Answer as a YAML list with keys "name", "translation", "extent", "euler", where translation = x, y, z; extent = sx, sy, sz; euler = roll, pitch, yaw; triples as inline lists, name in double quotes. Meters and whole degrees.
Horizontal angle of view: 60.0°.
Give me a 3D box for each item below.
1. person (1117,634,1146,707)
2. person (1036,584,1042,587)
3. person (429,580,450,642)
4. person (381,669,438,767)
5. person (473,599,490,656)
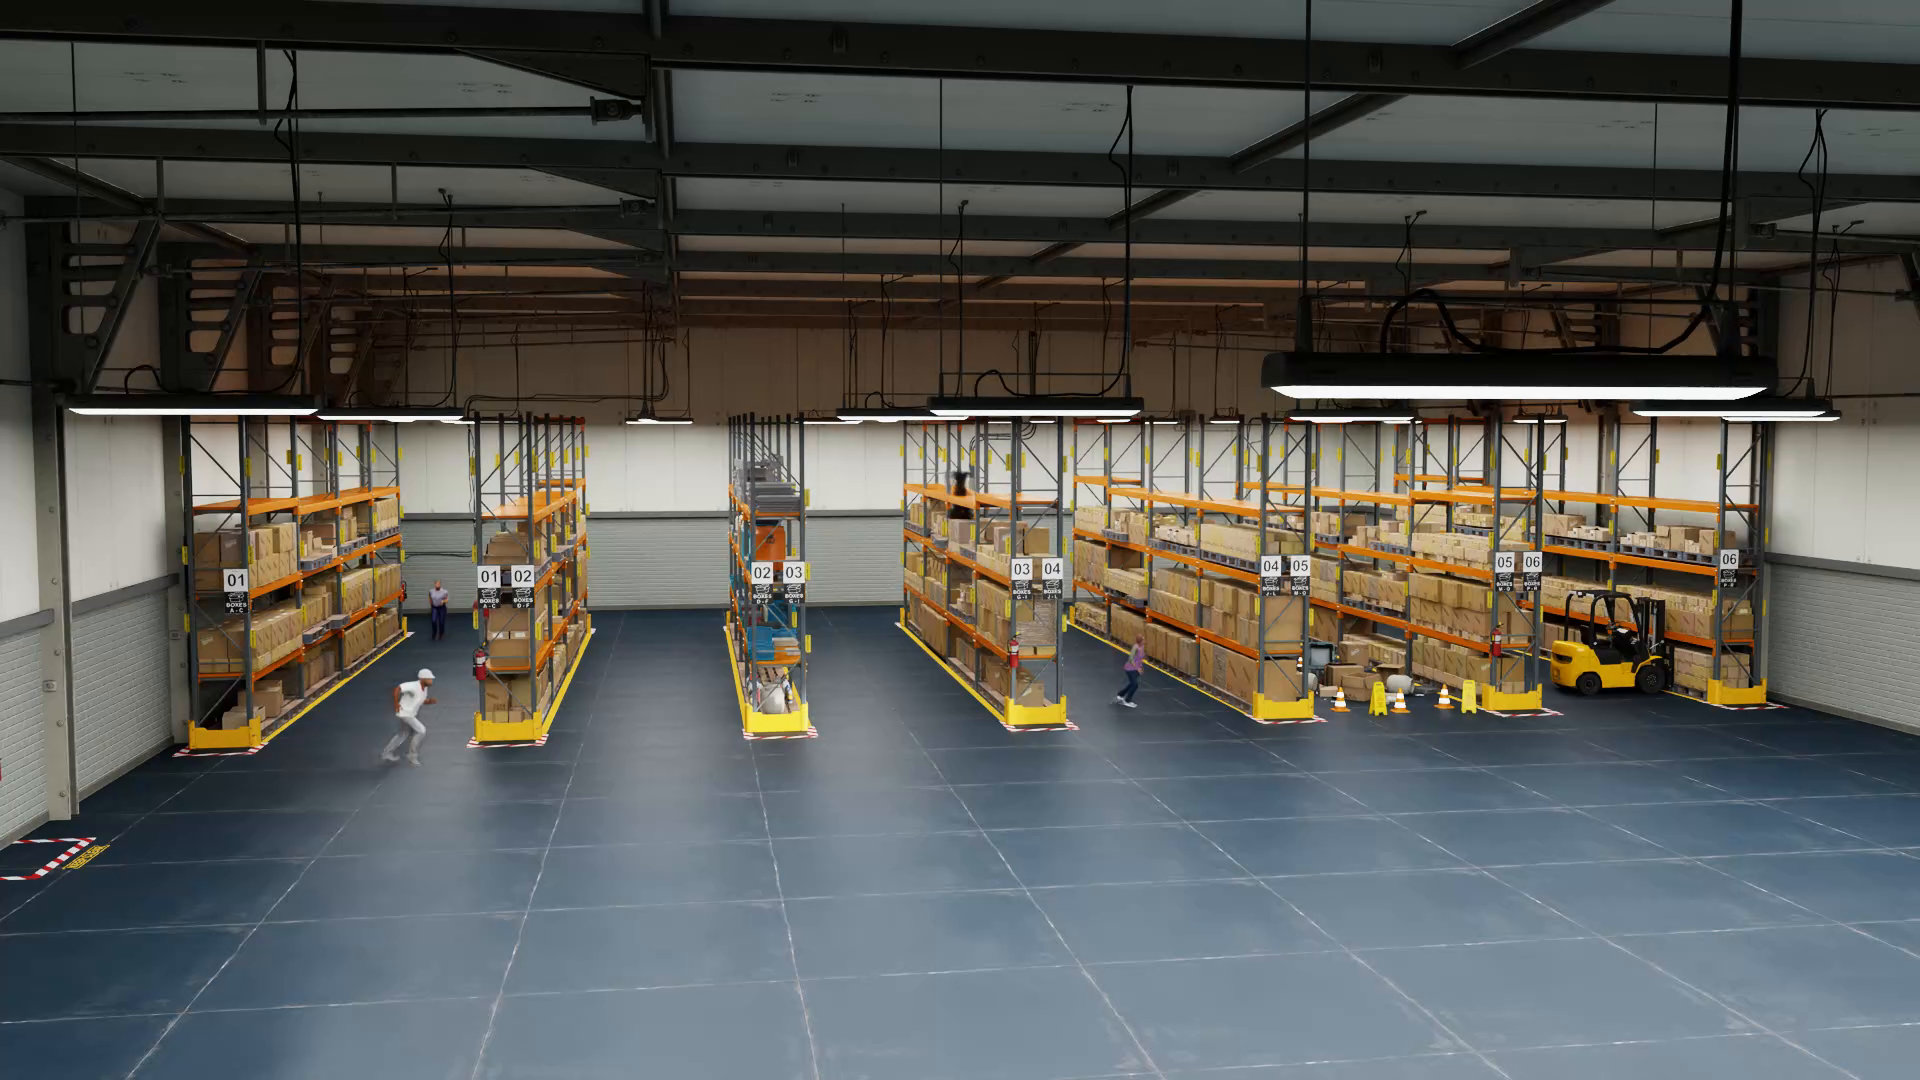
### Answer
- name: "person"
  translation: [3.486, 2.658, 33.984]
  extent: [0.713, 1.525, 0.519]
  euler: [2, 5, 32]
- name: "person"
  translation: [2.094, 1.571, 48.389]
  extent: [0.744, 1.791, 0.713]
  euler: [0, 4, 0]
- name: "person"
  translation: [-13.947, 1.893, 44.520]
  extent: [0.554, 1.656, 0.774]
  euler: [-1, 4, -13]
- name: "person"
  translation: [-9.330, 3.017, 28.063]
  extent: [0.984, 1.686, 0.753]
  euler: [0, 4, 7]
- name: "person"
  translation: [-11.805, 2.058, 41.447]
  extent: [0.611, 1.791, 0.855]
  euler: [0, 4, -3]
